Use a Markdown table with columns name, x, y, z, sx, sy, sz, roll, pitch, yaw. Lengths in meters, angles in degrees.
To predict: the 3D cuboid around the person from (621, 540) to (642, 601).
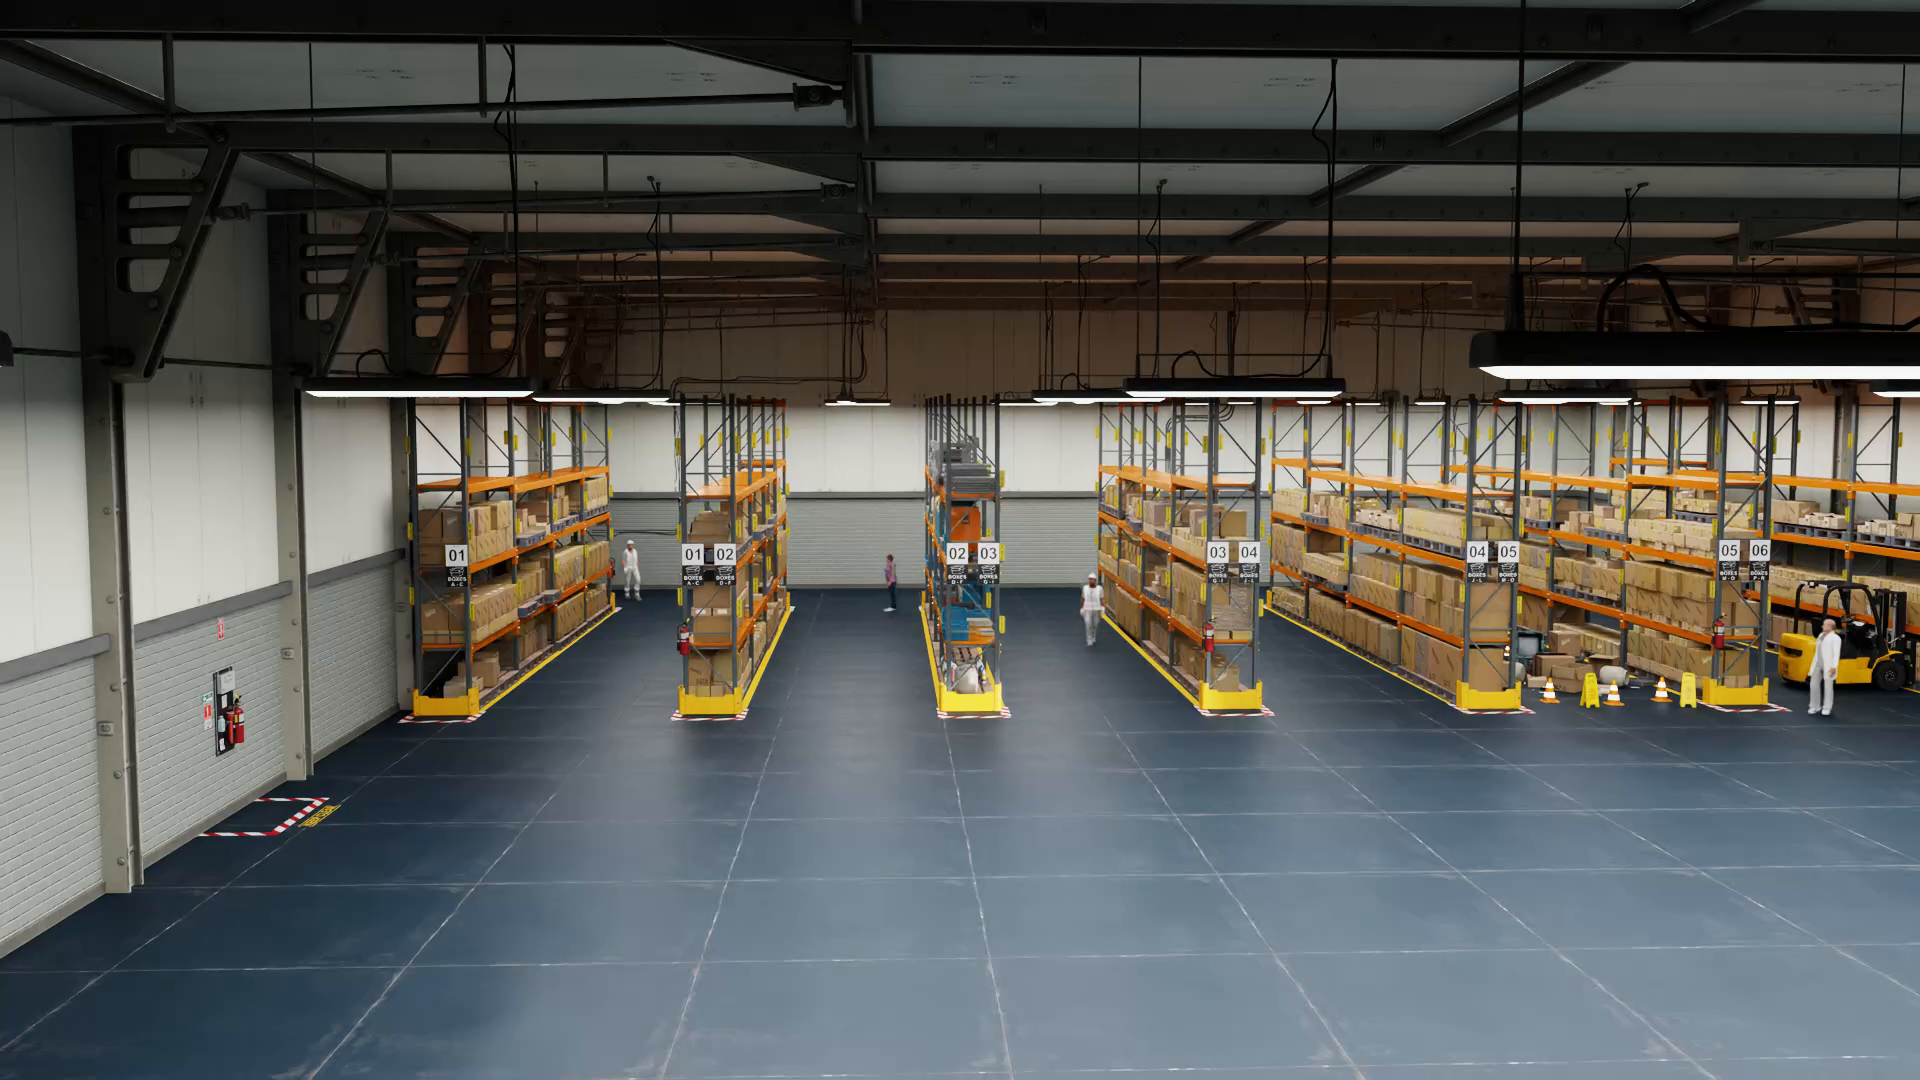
| name | x | y | z | sx | sy | sz | roll | pitch | yaw |
| --- | --- | --- | --- | --- | --- | --- | --- | --- | --- |
| person | -9.817 | 0.910 | 49.611 | 0.577 | 1.814 | 0.701 | -3 | 5 | -34 |

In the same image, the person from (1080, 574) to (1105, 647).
| name | x | y | z | sx | sy | sz | roll | pitch | yaw |
| --- | --- | --- | --- | --- | --- | --- | --- | --- | --- |
| person | 3.208 | 1.681 | 39.985 | 0.560 | 1.728 | 1.047 | 0 | 5 | -4 |

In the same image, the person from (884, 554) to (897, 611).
| name | x | y | z | sx | sy | sz | roll | pitch | yaw |
| --- | --- | --- | --- | --- | --- | --- | --- | --- | --- |
| person | -1.977 | 1.204 | 46.970 | 0.365 | 1.605 | 0.425 | -2 | 5 | -25 |

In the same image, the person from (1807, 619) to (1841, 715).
| name | x | y | z | sx | sy | sz | roll | pitch | yaw |
| --- | --- | --- | --- | --- | --- | --- | --- | --- | --- |
| person | 16.236 | 2.415 | 31.198 | 0.471 | 1.867 | 0.581 | -3 | 6 | -37 |
